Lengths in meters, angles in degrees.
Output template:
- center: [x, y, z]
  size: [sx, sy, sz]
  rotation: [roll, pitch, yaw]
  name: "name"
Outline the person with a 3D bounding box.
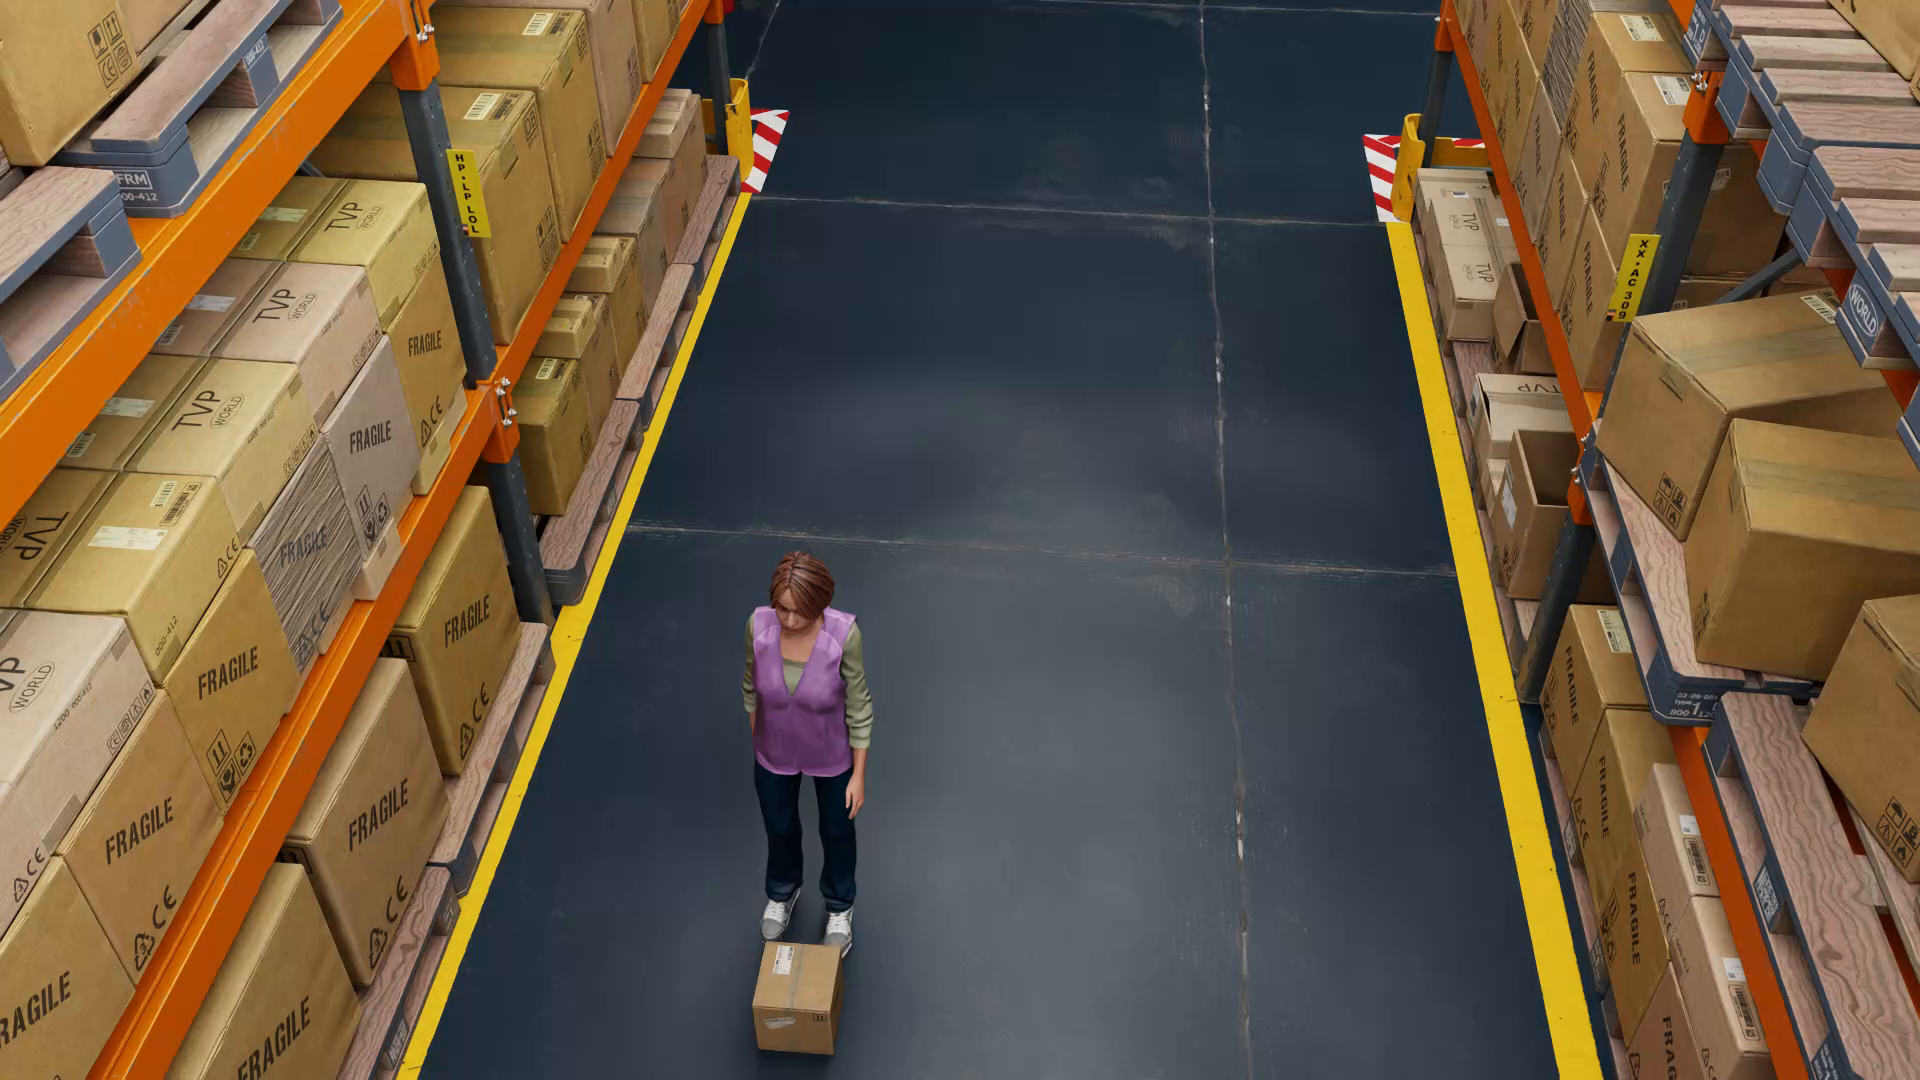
- center: [-0.484, 0.723, 5.325]
  size: [0.428, 1.630, 0.408]
  rotation: [4, 41, 4]
  name: "person"
